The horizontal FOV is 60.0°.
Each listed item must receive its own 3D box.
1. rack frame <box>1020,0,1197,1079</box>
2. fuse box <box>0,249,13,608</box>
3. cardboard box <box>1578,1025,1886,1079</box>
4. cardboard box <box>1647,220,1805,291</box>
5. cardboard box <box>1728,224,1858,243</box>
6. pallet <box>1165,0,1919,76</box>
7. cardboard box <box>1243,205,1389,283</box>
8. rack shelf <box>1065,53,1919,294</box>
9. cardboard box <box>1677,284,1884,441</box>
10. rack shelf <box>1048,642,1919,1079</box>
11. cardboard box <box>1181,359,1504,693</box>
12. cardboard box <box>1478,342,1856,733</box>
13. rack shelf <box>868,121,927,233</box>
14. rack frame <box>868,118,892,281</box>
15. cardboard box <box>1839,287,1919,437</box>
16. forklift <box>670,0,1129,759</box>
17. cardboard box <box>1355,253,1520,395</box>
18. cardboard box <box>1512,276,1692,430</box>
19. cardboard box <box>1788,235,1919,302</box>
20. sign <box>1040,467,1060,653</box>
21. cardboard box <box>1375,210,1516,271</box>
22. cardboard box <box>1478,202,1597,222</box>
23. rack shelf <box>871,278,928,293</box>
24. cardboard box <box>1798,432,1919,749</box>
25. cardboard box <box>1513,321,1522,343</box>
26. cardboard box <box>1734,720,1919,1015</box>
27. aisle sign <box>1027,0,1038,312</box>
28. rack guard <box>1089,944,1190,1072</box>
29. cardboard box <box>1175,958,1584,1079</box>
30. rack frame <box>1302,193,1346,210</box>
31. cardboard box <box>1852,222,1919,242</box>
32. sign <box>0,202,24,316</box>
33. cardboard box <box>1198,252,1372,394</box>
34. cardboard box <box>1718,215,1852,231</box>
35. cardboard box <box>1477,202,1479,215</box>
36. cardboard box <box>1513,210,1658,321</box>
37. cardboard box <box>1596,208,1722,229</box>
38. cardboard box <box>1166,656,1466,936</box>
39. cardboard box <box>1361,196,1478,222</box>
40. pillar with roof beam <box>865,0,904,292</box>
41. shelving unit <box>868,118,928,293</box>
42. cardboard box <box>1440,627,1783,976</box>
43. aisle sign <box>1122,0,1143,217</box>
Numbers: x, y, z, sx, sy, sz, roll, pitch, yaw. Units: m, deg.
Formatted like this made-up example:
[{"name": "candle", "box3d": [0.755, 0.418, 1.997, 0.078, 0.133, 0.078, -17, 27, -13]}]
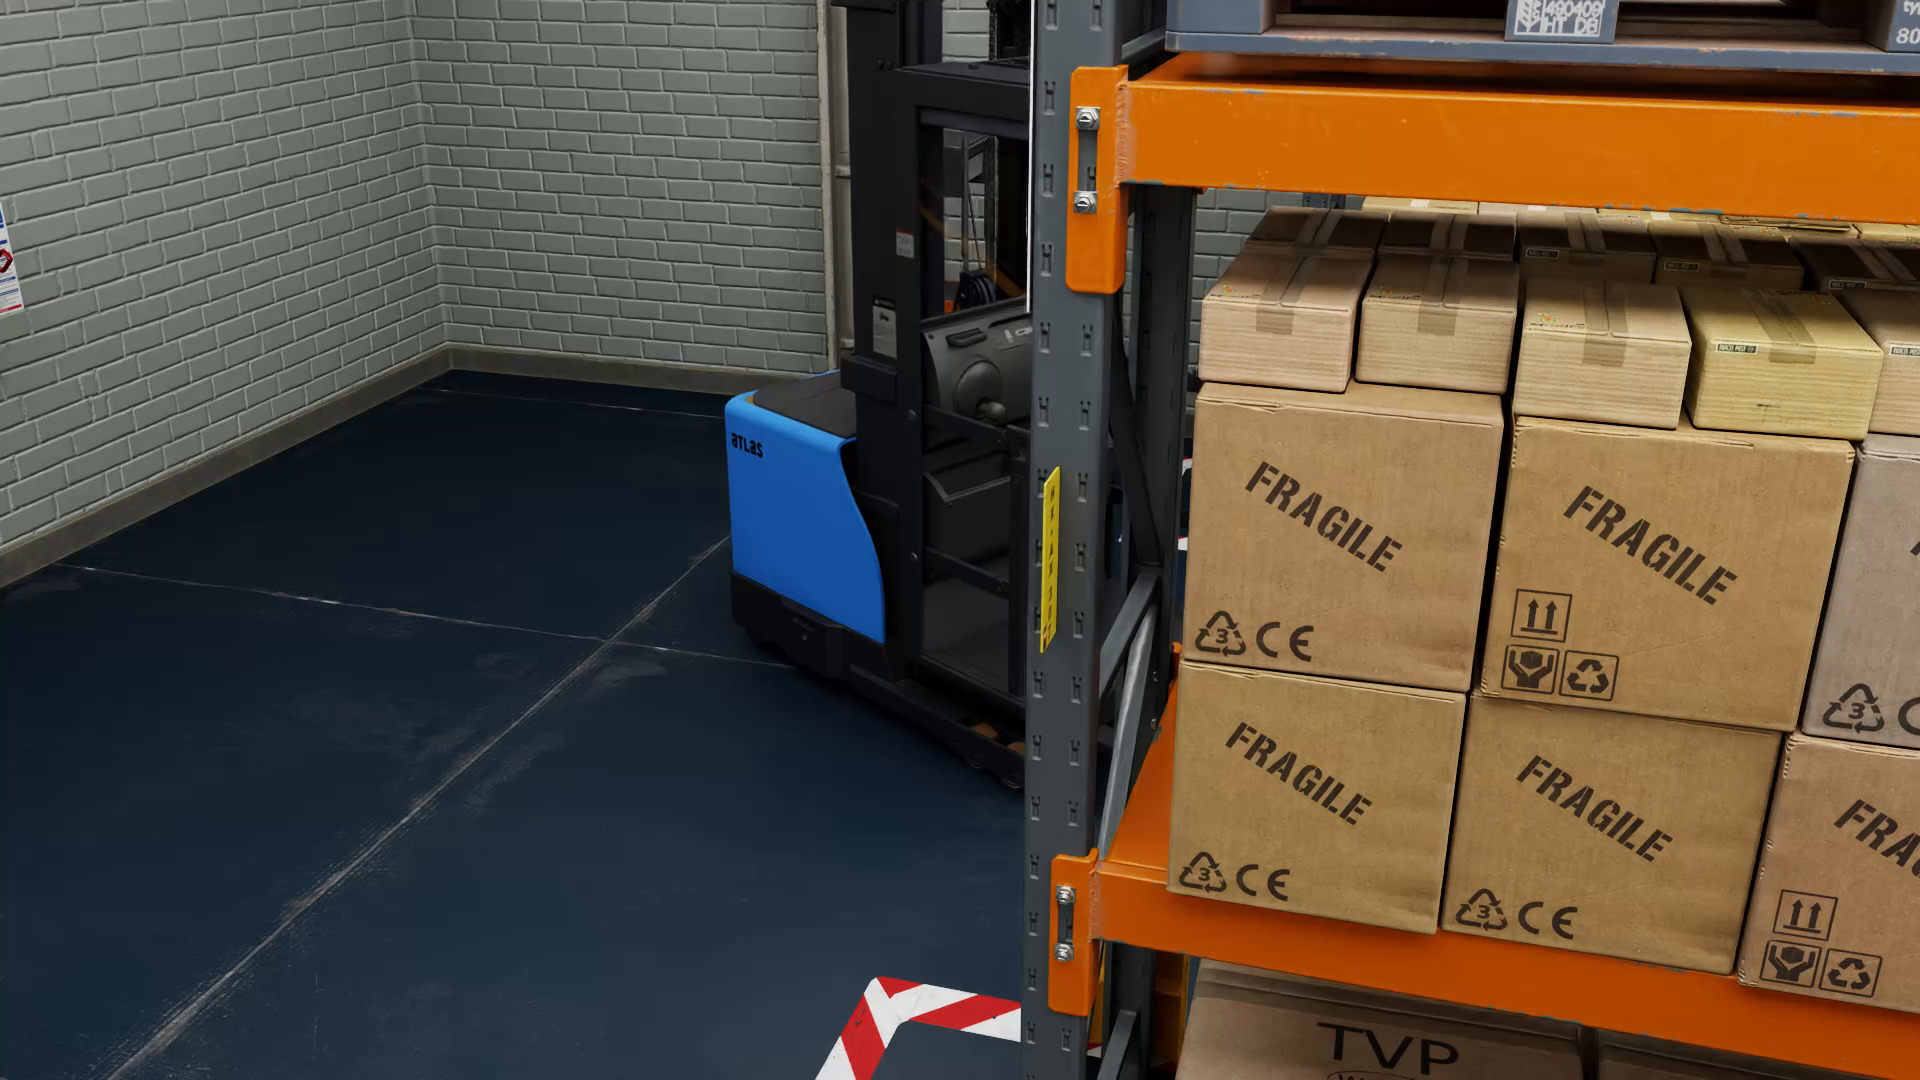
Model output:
[{"name": "rack frame", "box3d": [0.328, 0.273, 3.652, 0.127, 3.000, 1.000, 7, 23, 16]}, {"name": "fuse box", "box3d": [-4.331, -0.488, 7.204, 0.414, 1.711, 0.539, 7, 23, 16]}, {"name": "cardboard box", "box3d": [1.867, 1.397, 3.733, 0.875, 0.438, 0.875, 7, 23, 17]}, {"name": "cardboard box", "box3d": [1.480, -0.510, 3.257, 0.250, 0.149, 0.380, 7, 23, 17]}, {"name": "cardboard box", "box3d": [3.579, -1.293, 7.277, 0.500, 0.250, 0.500, 6, 23, 14]}, {"name": "pallet", "box3d": [1.041, -0.996, 2.910, 1.213, 0.211, 1.003, 7, 23, 15]}, {"name": "cardboard box", "box3d": [0.729, -0.569, 3.401, 0.250, 0.149, 0.380, 7, 23, 16]}, {"name": "rack shelf", "box3d": [2.242, -0.563, 2.685, 4.000, 0.370, 1.077, 7, 23, 16]}, {"name": "cardboard box", "box3d": [1.332, -0.301, 2.747, 0.250, 0.149, 0.380, 6, 23, 14]}, {"name": "rack shelf", "box3d": [2.242, 0.825, 3.254, 4.000, 0.370, 1.077, 7, 23, 16]}, {"name": "cardboard box", "box3d": [0.705, -0.080, 3.062, 0.500, 0.500, 0.500, 6, 23, 14]}, {"name": "cardboard box", "box3d": [1.202, -0.026, 2.931, 0.500, 0.500, 0.500, 6, 23, 14]}, {"name": "rack shelf", "box3d": [-0.158, -1.625, 7.655, 0.480, 0.518, 0.431, 7, 23, 16]}, {"name": "rack frame", "box3d": [-0.392, -1.016, 7.981, 0.015, 2.100, 0.400, 7, 23, 16]}, {"name": "cardboard box", "box3d": [1.599, -0.291, 2.724, 0.250, 0.149, 0.380, 7, 23, 16]}, {"name": "forklift", "box3d": [0.108, -0.781, 6.313, 1.130, 2.935, 3.031, -20, 29, -39]}, {"name": "cardboard box", "box3d": [0.859, -0.394, 2.973, 0.250, 0.149, 0.380, 7, 23, 17]}, {"name": "cardboard box", "box3d": [1.075, -0.323, 2.802, 0.250, 0.149, 0.380, 7, 23, 17]}, {"name": "cardboard box", "box3d": [1.710, -0.456, 3.124, 0.250, 0.149, 0.380, 6, 23, 15]}, {"name": "sign", "box3d": [0.162, 0.037, 2.982, 0.005, 0.325, 0.100, 7, 23, 16]}, {"name": "cardboard box", "box3d": [0.979, -0.550, 3.355, 0.250, 0.149, 0.380, 7, 23, 16]}, {"name": "cardboard box", "box3d": [2.597, -1.396, 7.527, 0.500, 0.250, 0.500, 7, 23, 16]}, {"name": "rack shelf", "box3d": [-0.158, -0.977, 7.921, 0.480, 0.518, 0.431, 7, 23, 16]}, {"name": "cardboard box", "box3d": [1.697, 0.028, 2.800, 0.500, 0.500, 0.500, 6, 23, 15]}, {"name": "cardboard box", "box3d": [1.367, -0.223, 3.411, 0.500, 0.500, 0.500, 7, 23, 16]}, {"name": "cardboard box", "box3d": [1.678, 0.491, 2.988, 0.500, 0.500, 0.500, 6, 23, 15]}, {"name": "aisle sign", "box3d": [0.175, -0.832, 2.921, 0.004, 0.787, 0.394, 7, 23, 16]}, {"name": "rack guard", "box3d": [0.305, 1.427, 4.133, 0.348, 0.500, 1.175, 7, 23, 16]}, {"name": "cardboard box", "box3d": [0.988, 1.300, 3.970, 0.875, 0.438, 0.875, 6, 23, 14]}, {"name": "rack frame", "box3d": [1.758, -1.531, 8.049, 0.127, 3.000, 1.000, 7, 23, 16]}, {"name": "cardboard box", "box3d": [4.072, -1.237, 7.138, 0.500, 0.250, 0.500, 6, 23, 15]}, {"name": "sign", "box3d": [-4.386, -1.242, 7.471, 0.001, 0.494, 0.329, 7, 23, 16]}, {"name": "cardboard box", "box3d": [0.588, -0.396, 2.980, 0.250, 0.149, 0.380, 7, 23, 17]}, {"name": "cardboard box", "box3d": [3.551, -1.634, 7.119, 0.500, 0.500, 0.500, 7, 23, 17]}, {"name": "cardboard box", "box3d": [2.275, -1.645, 8.133, 0.500, 0.250, 0.500, 7, 23, 17]}, {"name": "cardboard box", "box3d": [1.251, -0.552, 3.360, 0.250, 0.149, 0.380, 6, 23, 15]}, {"name": "cardboard box", "box3d": [3.083, -1.342, 7.394, 0.500, 0.250, 0.500, 6, 23, 14]}, {"name": "cardboard box", "box3d": [0.704, 0.384, 3.250, 0.500, 0.500, 0.500, 6, 23, 15]}, {"name": "cardboard box", "box3d": [2.115, -1.451, 7.661, 0.500, 0.250, 0.500, 7, 23, 16]}, {"name": "pillar with roof beam", "box3d": [-1.807, -3.365, 4.617, 0.400, 9.000, 9.100, 7, 23, 16]}, {"name": "shelving unit", "box3d": [-0.158, -0.990, 7.916, 0.503, 2.100, 0.431, 7, 23, 16]}, {"name": "cardboard box", "box3d": [1.197, 0.429, 3.140, 0.500, 0.500, 0.500, 6, 23, 15]}, {"name": "aisle sign", "box3d": [0.348, -1.050, 3.452, 0.004, 0.787, 0.394, 7, 23, 16]}]
